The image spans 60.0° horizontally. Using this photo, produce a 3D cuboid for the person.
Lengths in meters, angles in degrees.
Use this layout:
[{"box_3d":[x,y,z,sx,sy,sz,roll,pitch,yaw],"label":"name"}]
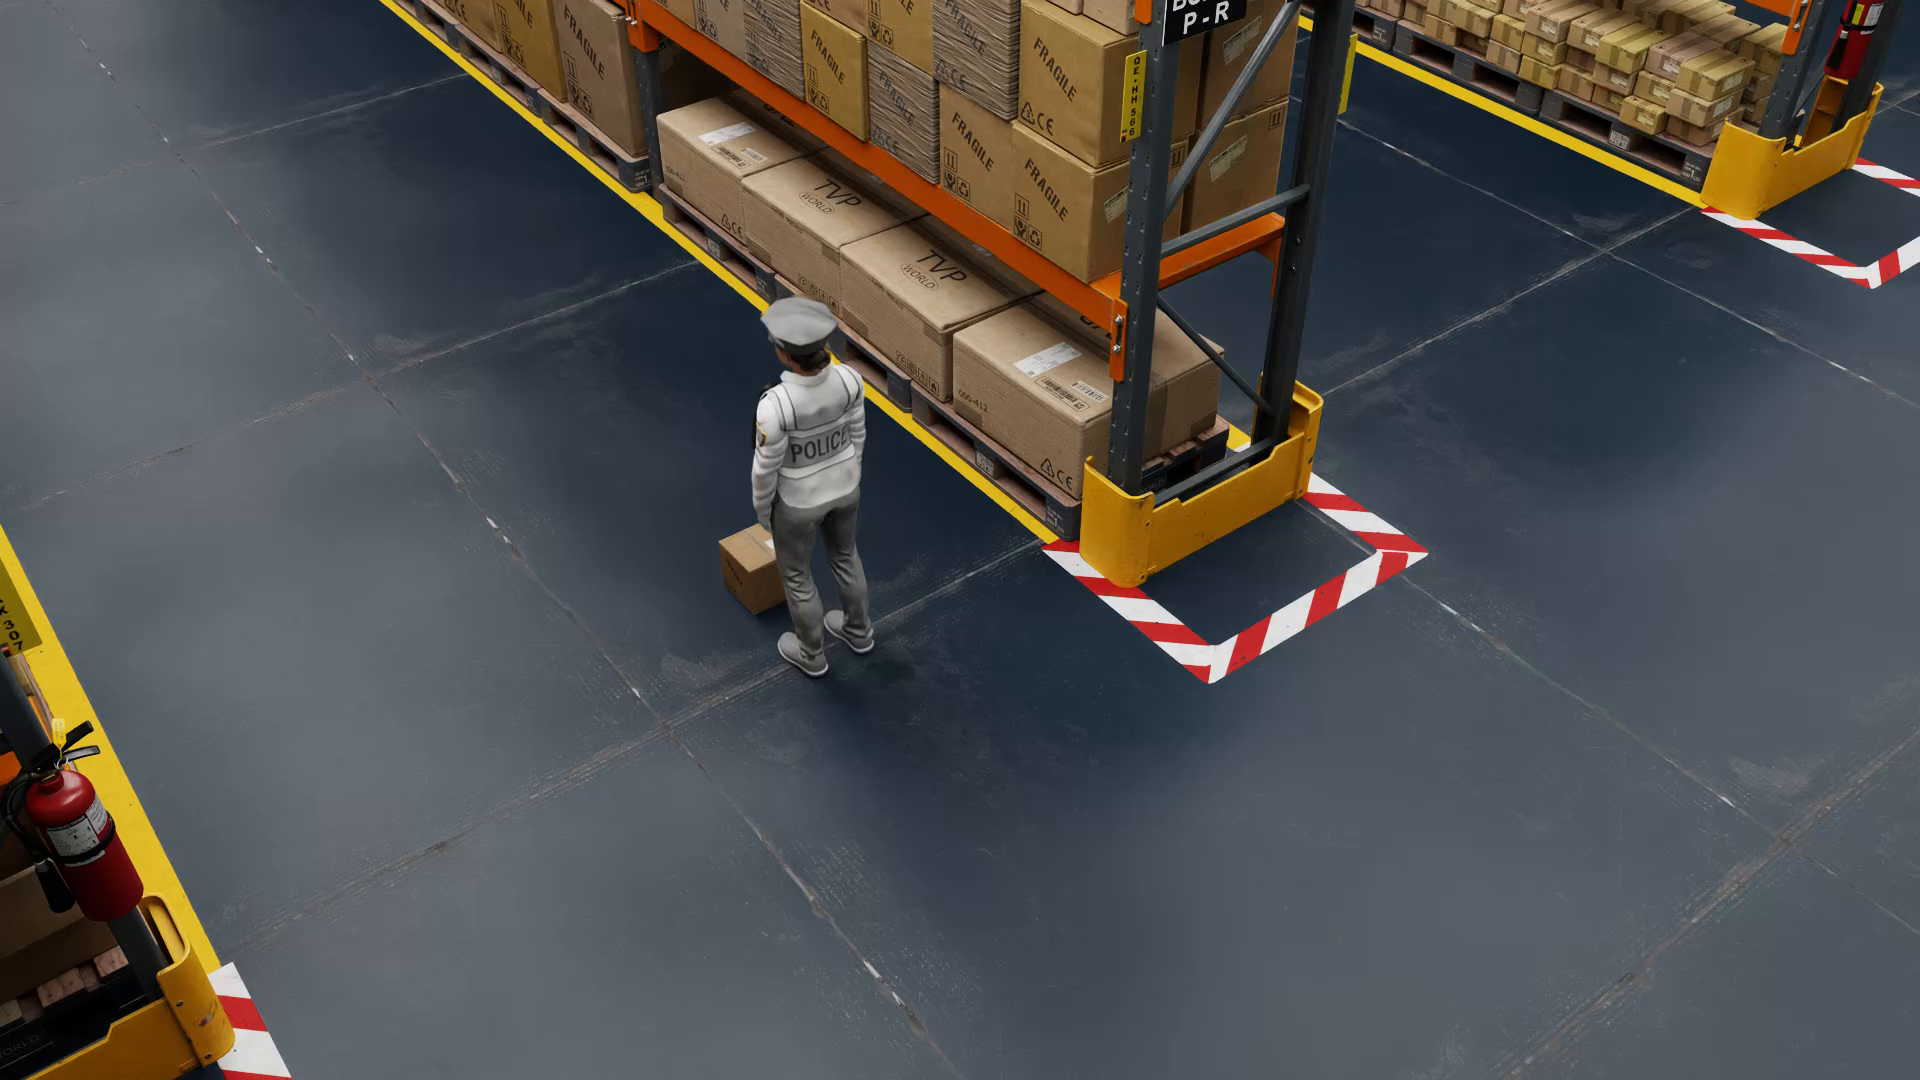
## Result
[{"box_3d":[-0.578,-0.175,6.365,0.469,1.663,0.329,-25,47,-27],"label":"person"}]
